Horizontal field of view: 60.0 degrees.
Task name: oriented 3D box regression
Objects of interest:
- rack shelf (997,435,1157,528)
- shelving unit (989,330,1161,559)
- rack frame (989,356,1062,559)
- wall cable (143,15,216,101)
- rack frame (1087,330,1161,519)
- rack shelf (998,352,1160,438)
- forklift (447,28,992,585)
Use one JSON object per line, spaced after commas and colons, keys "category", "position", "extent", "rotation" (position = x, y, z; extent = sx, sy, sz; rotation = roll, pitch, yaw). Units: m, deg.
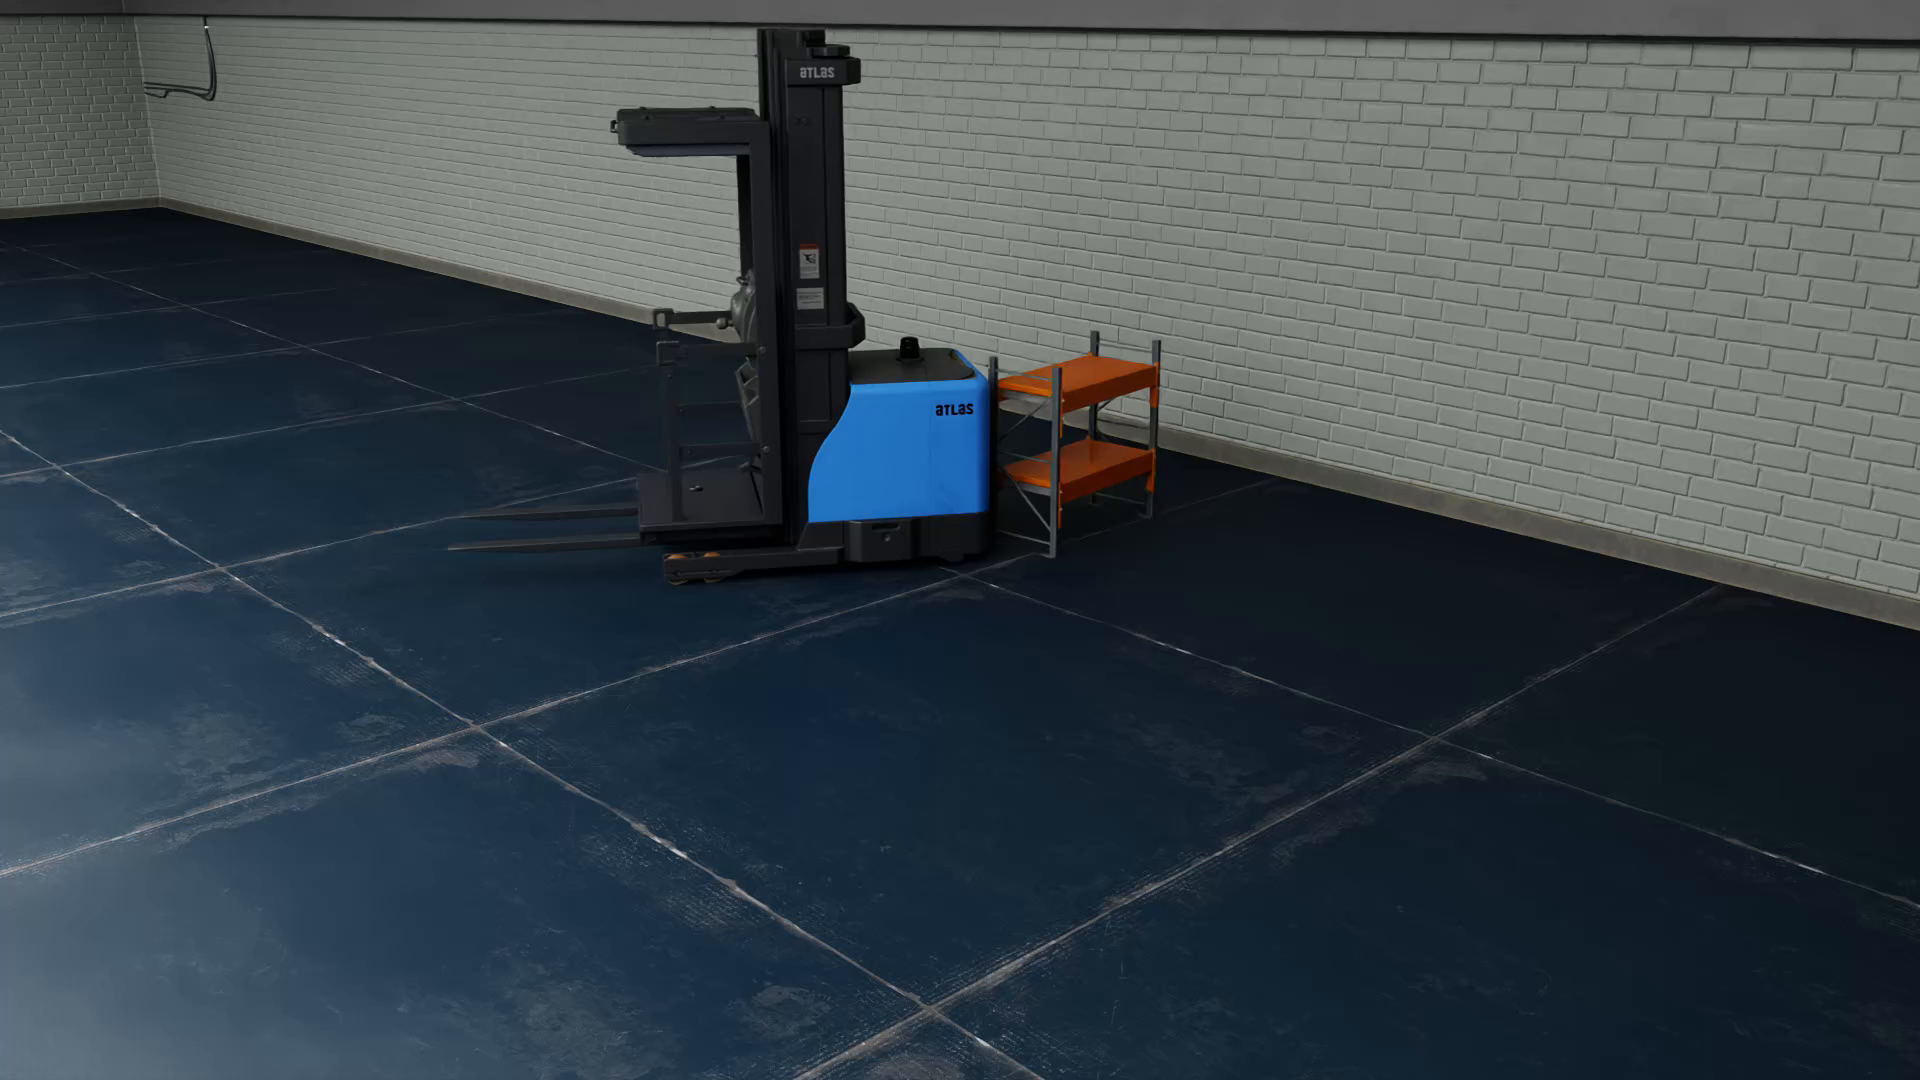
{"category": "rack shelf", "position": [0.694, -0.367, 10.086], "extent": [0.538, 0.278, 1.000], "rotation": [14, 23, 37]}
{"category": "shelving unit", "position": [0.694, -0.600, 10.011], "extent": [0.538, 1.125, 1.048], "rotation": [14, 23, 37]}
{"category": "rack frame", "position": [0.370, -0.479, 9.638], "extent": [0.500, 1.125, 0.032], "rotation": [14, 23, 37]}
{"category": "wall cable", "position": [-11.579, -7.710, 24.210], "extent": [0.112, 2.526, 3.097], "rotation": [-16, 24, -41]}
{"category": "rack frame", "position": [1.018, -0.721, 10.383], "extent": [0.500, 1.125, 0.032], "rotation": [14, 23, 37]}
{"category": "rack shelf", "position": [0.694, -0.878, 9.920], "extent": [0.538, 0.278, 1.000], "rotation": [14, 23, 37]}
{"category": "forklift", "position": [-1.387, -1.323, 9.313], "extent": [3.031, 2.935, 1.130], "rotation": [-3, 18, -11]}
